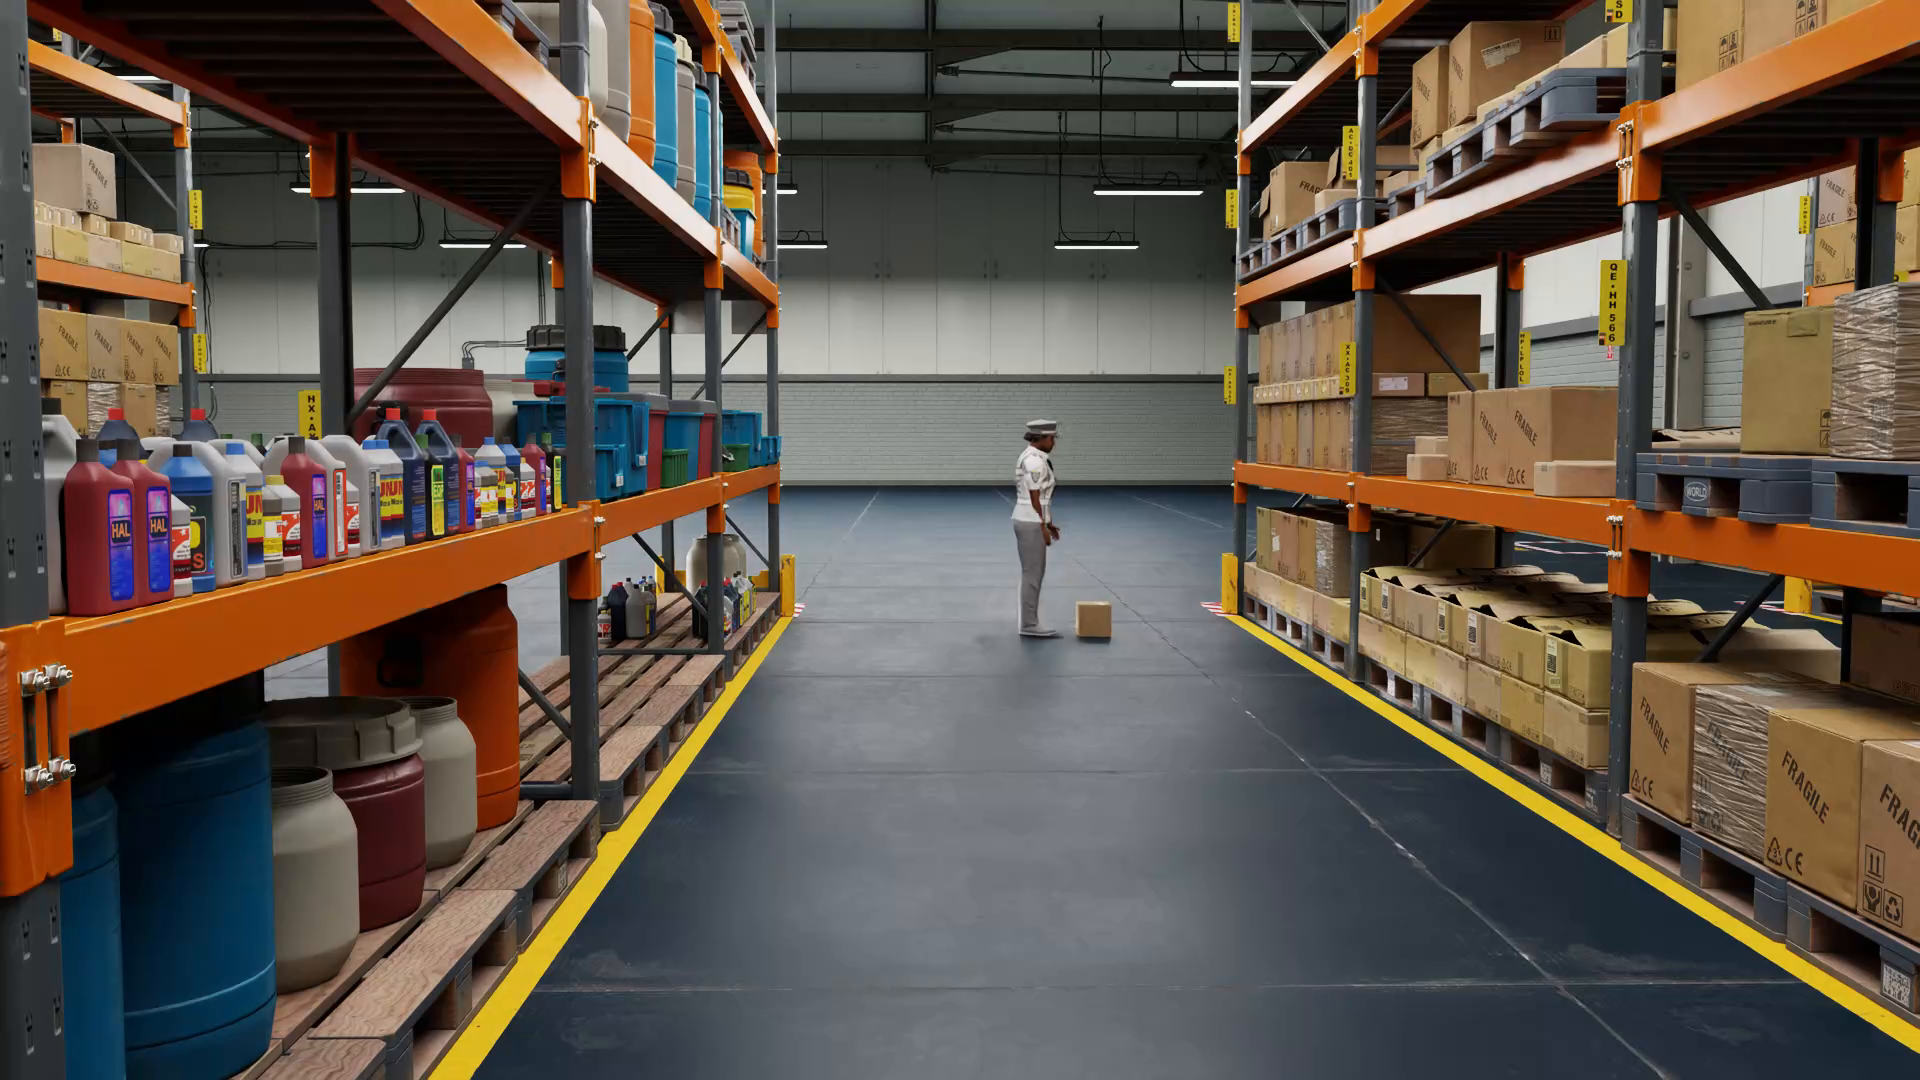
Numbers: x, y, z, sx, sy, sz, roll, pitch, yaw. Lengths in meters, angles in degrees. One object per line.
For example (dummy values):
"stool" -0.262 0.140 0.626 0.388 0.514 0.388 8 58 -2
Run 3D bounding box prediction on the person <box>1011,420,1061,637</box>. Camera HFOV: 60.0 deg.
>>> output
"person" 0.592 -0.073 12.861 0.392 1.713 0.471 0 4 1
